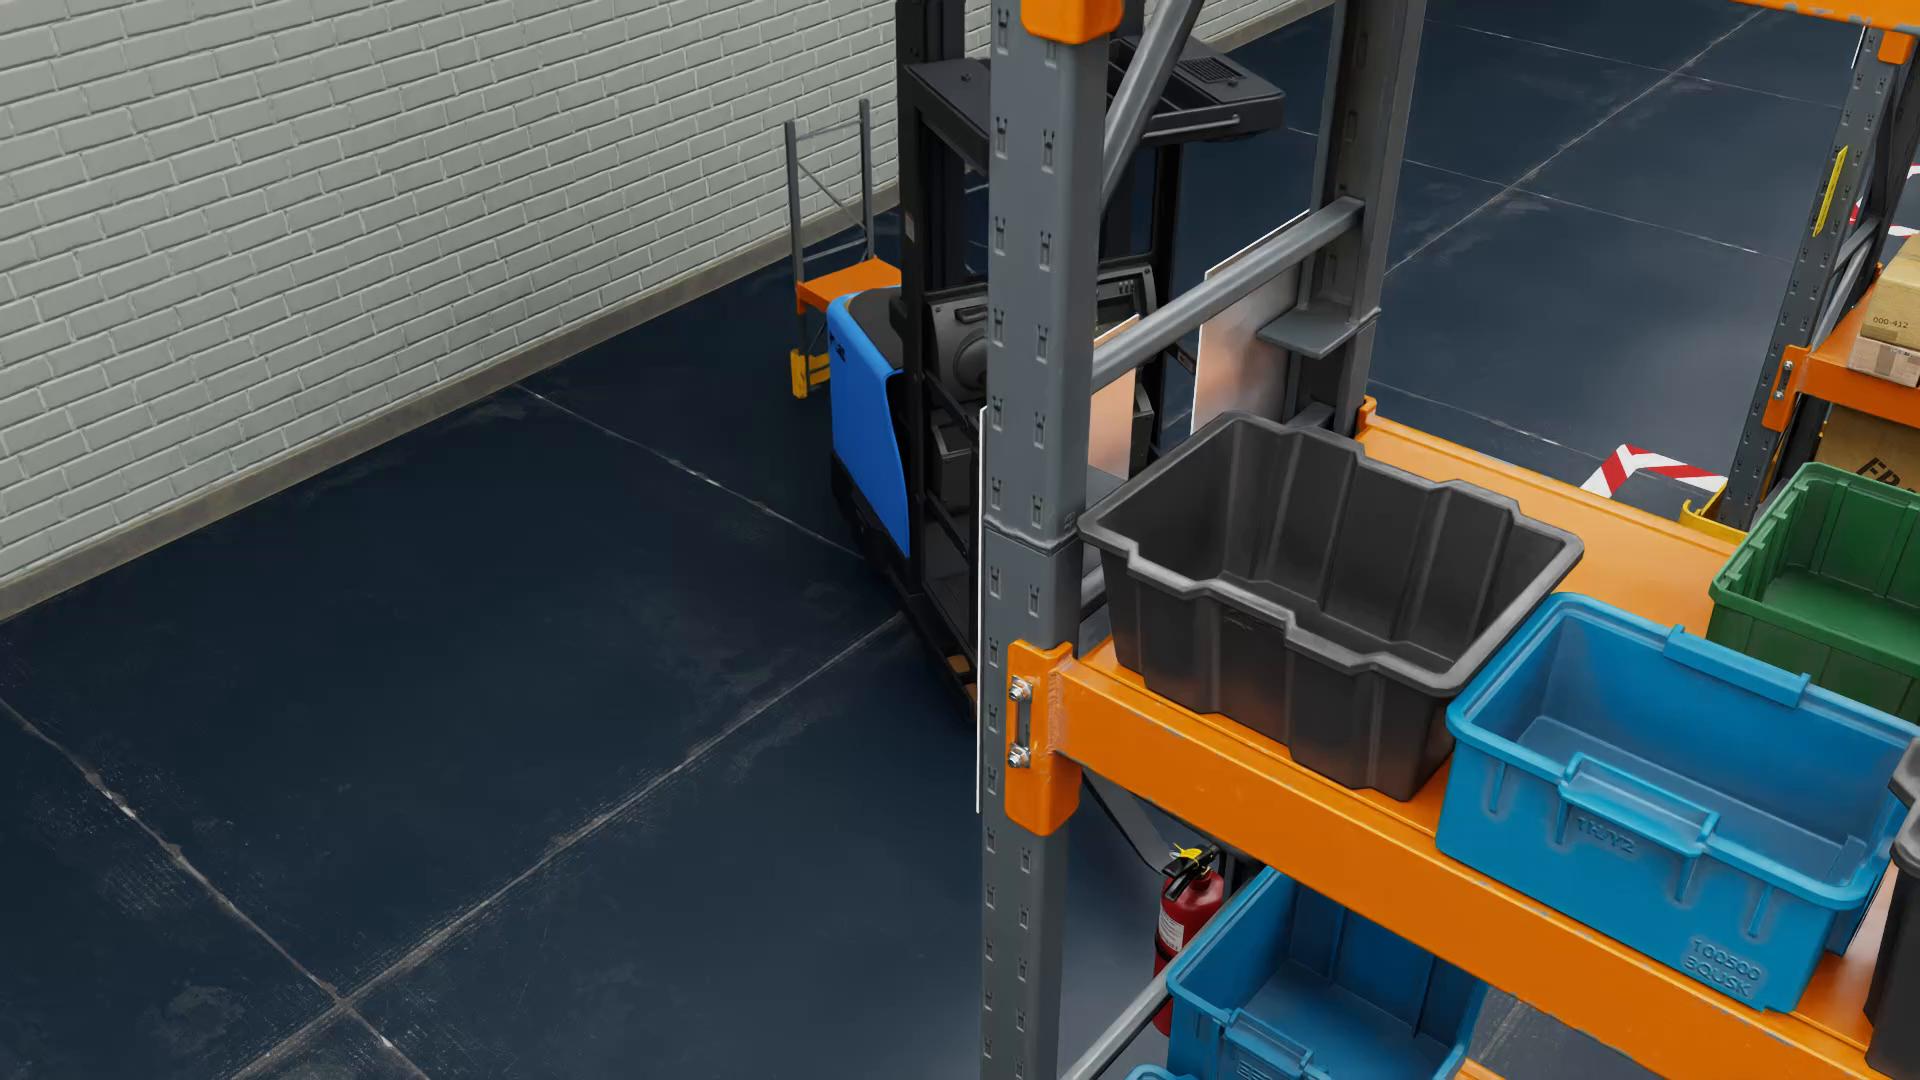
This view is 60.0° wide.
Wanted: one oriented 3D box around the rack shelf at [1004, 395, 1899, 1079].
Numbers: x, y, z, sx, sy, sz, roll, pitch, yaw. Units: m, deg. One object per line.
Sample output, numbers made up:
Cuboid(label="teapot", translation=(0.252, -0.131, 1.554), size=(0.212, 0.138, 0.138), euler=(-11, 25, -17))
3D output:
Cuboid(label="rack shelf", translation=(1.938, 0.806, 1.913), size=(4.000, 0.370, 1.077), euler=(25, 42, 32))

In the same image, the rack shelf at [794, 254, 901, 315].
Cuboid(label="rack shelf", translation=(-0.323, -1.127, 8.385), size=(0.538, 0.185, 1.000), euler=(-26, 42, -32))

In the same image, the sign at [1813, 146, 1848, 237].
Cuboid(label="sign", translation=(3.211, -1.284, 6.135), size=(0.005, 0.325, 0.100), euler=(25, 42, 32))

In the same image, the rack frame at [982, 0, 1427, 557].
Cuboid(label="rack frame", translation=(0.401, -1.452, 1.915), size=(0.127, 3.000, 1.000), euler=(25, 42, 32))

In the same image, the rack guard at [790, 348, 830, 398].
Cuboid(label="rack guard", translation=(-0.652, -0.979, 8.955), size=(0.587, 0.250, 0.087), euler=(-26, 42, -32))

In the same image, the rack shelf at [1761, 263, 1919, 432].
Cuboid(label="rack shelf", translation=(5.107, -0.113, 5.900), size=(4.000, 0.370, 1.077), euler=(25, 42, 32))

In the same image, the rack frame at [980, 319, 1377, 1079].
Cuboid(label="rack frame", translation=(0.401, 1.021, 3.613), size=(0.127, 3.000, 1.000), euler=(25, 42, 32))

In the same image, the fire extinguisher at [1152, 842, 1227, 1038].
Cuboid(label="fire extinguisher", translation=(0.576, 0.955, 4.108), size=(0.183, 0.674, 0.296), euler=(25, 42, 32))

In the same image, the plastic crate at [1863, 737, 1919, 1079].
Cuboid(label="plastic crate", translation=(1.400, 0.483, 1.802), size=(0.767, 0.338, 0.504), euler=(25, 42, 32))

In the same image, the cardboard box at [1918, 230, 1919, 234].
Cuboid(label="cardboard box", translation=(4.113, -1.134, 6.622), size=(0.500, 0.250, 0.500), euler=(25, 41, 31))

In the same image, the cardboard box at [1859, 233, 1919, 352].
Cuboid(label="cardboard box", translation=(3.767, -0.903, 6.285), size=(0.500, 0.250, 0.500), euler=(24, 41, 31))

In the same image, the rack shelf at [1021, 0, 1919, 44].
Cuboid(label="rack shelf", translation=(1.938, -0.266, 1.177), size=(4.000, 0.370, 1.077), euler=(25, 42, 32))

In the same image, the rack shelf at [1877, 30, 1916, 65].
Cuboid(label="rack shelf", translation=(5.107, -1.349, 5.051), size=(4.000, 0.370, 1.077), euler=(25, 42, 32))

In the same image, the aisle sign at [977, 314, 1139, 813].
Cuboid(label="aisle sign", translation=(0.156, 0.053, 2.727), size=(0.004, 0.787, 0.394), euler=(25, 42, 32))

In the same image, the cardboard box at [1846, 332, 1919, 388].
Cuboid(label="cardboard box", translation=(3.632, -0.758, 6.426), size=(0.250, 0.149, 0.380), euler=(26, 42, 32))

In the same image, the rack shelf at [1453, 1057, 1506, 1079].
Cuboid(label="rack shelf", translation=(1.938, 2.042, 2.762), size=(4.000, 0.370, 1.077), euler=(25, 42, 32))

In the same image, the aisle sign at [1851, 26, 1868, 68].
Cuboid(label="aisle sign", translation=(3.323, -2.101, 5.863), size=(0.004, 0.787, 0.394), euler=(25, 42, 32))

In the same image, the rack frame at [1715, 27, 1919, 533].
Cuboid(label="rack frame", translation=(3.570, -1.134, 6.751), size=(0.127, 3.000, 1.000), euler=(25, 42, 32))

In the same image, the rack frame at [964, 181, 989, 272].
Cuboid(label="rack frame", translation=(0.006, -1.056, 7.964), size=(0.500, 1.500, 0.032), euler=(-26, 42, -32))

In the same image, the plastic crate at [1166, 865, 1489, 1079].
Cuboid(label="plastic crate", translation=(0.778, 1.022, 3.528), size=(0.499, 0.435, 0.616), euler=(25, 42, 32))

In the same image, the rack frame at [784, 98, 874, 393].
Cuboid(label="rack frame", translation=(-0.653, -1.495, 8.602), size=(0.500, 1.500, 0.032), euler=(-26, 42, -32))

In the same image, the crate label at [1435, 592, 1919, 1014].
Cuboid(label="crate label", translation=(0.904, 0.321, 2.115), size=(0.502, 0.251, 0.408), euler=(25, 42, 32))

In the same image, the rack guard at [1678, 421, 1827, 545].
Cuboid(label="rack guard", translation=(3.552, -0.112, 7.471), size=(0.348, 0.500, 1.175), euler=(25, 42, 32))

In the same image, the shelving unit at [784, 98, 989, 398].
Cuboid(label="shelving unit", translation=(-0.329, -1.280, 8.289), size=(0.587, 1.500, 1.083), euler=(-26, 42, -32))

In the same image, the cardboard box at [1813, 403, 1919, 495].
Cuboid(label="cardboard box", translation=(4.113, -0.234, 6.947), size=(0.875, 0.875, 0.875), euler=(25, 42, 32))

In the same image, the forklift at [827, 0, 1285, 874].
Cuboid(label="forklift", translation=(0.417, -0.746, 6.248), size=(1.130, 2.935, 3.031), euler=(-13, 37, -18))

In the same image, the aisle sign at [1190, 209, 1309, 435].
Cuboid(label="aisle sign", translation=(0.534, -0.204, 3.101), size=(0.004, 0.787, 0.394), euler=(25, 42, 32))

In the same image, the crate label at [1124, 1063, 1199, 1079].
Cuboid(label="crate label", translation=(0.381, 1.298, 3.305), size=(0.303, 0.233, 0.416), euler=(25, 42, 32))

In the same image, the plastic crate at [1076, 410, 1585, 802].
Cuboid(label="plastic crate", translation=(0.519, 0.099, 2.421), size=(0.590, 0.269, 0.497), euler=(25, 42, 32))

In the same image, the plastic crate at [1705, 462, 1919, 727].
Cuboid(label="plastic crate", translation=(1.342, 0.105, 2.485), size=(0.336, 0.188, 0.450), euler=(25, 42, 32))
